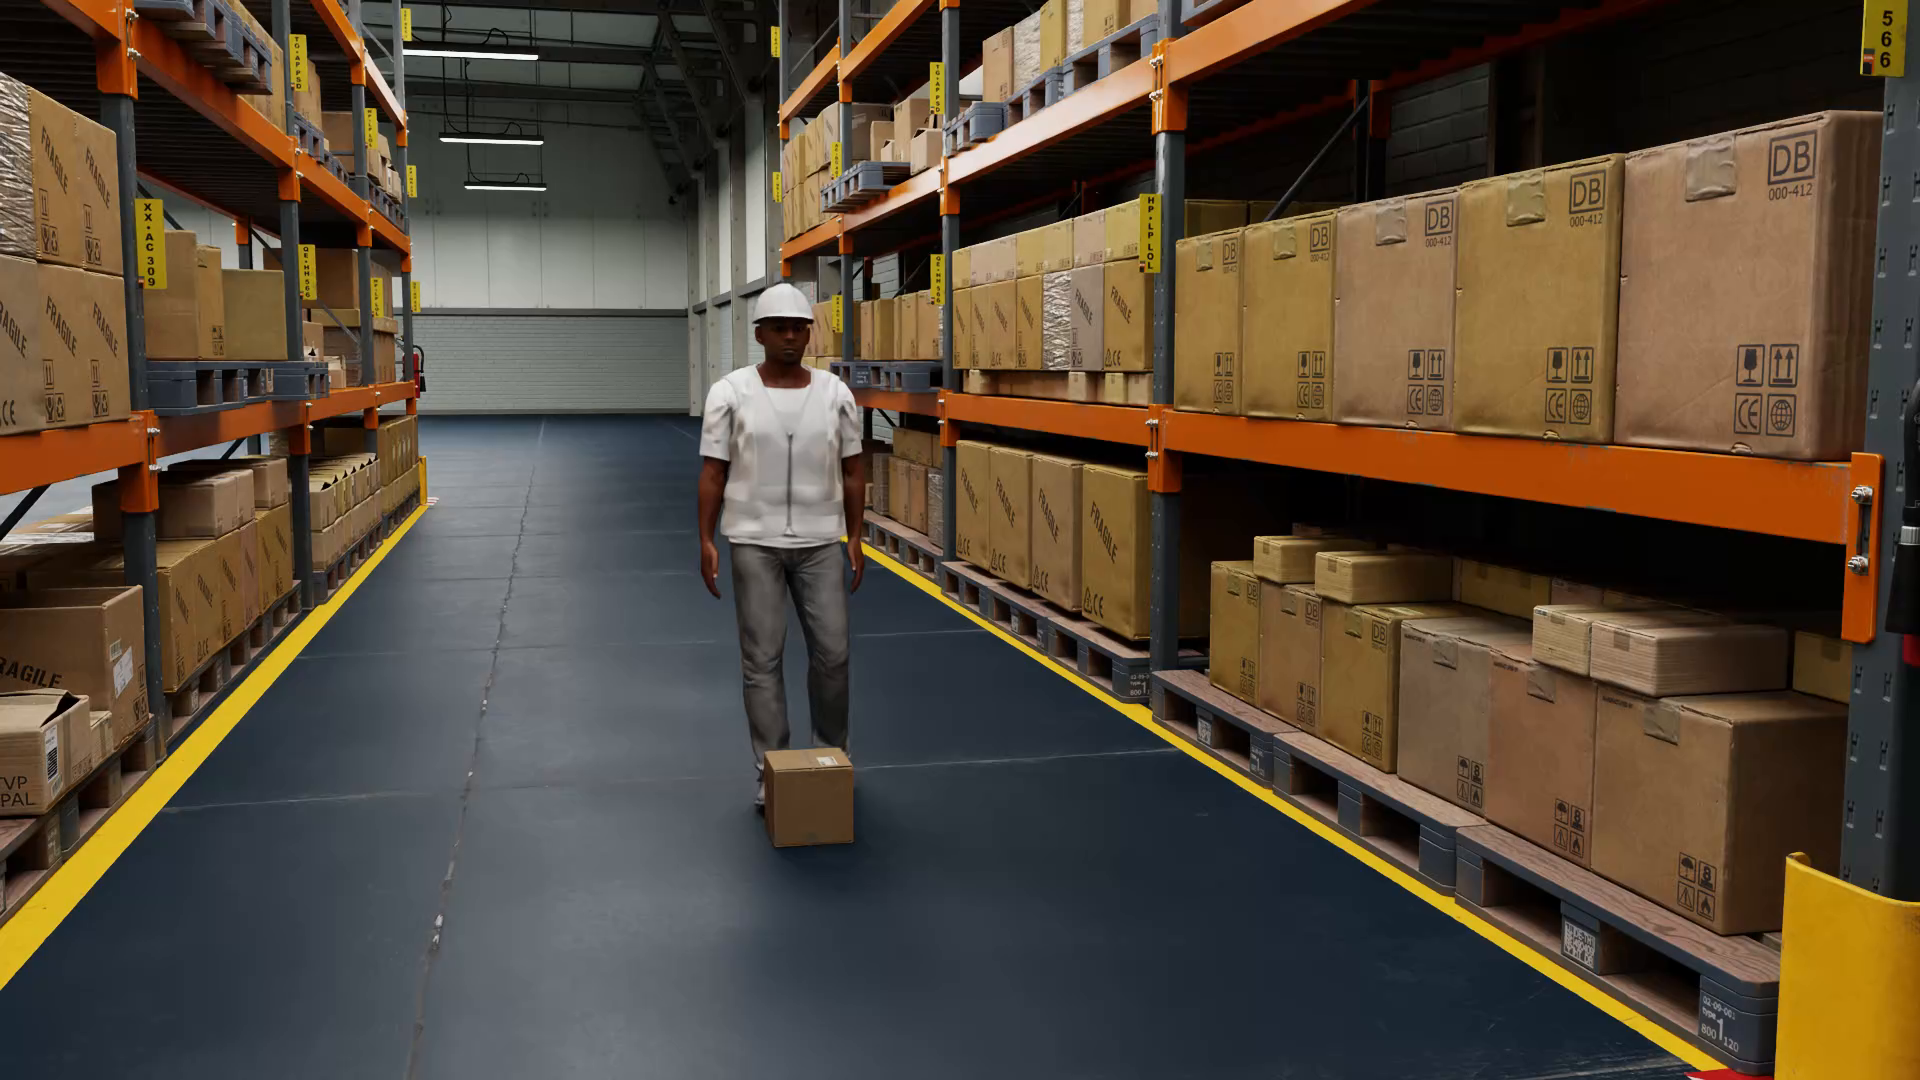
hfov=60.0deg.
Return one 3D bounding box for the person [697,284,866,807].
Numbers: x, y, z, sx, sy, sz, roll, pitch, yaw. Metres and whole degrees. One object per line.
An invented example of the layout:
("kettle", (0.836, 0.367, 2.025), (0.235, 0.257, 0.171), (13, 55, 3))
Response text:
("person", (-0.599, 0.048, 5.693), (0.585, 1.834, 0.516), (-1, 6, -14))
